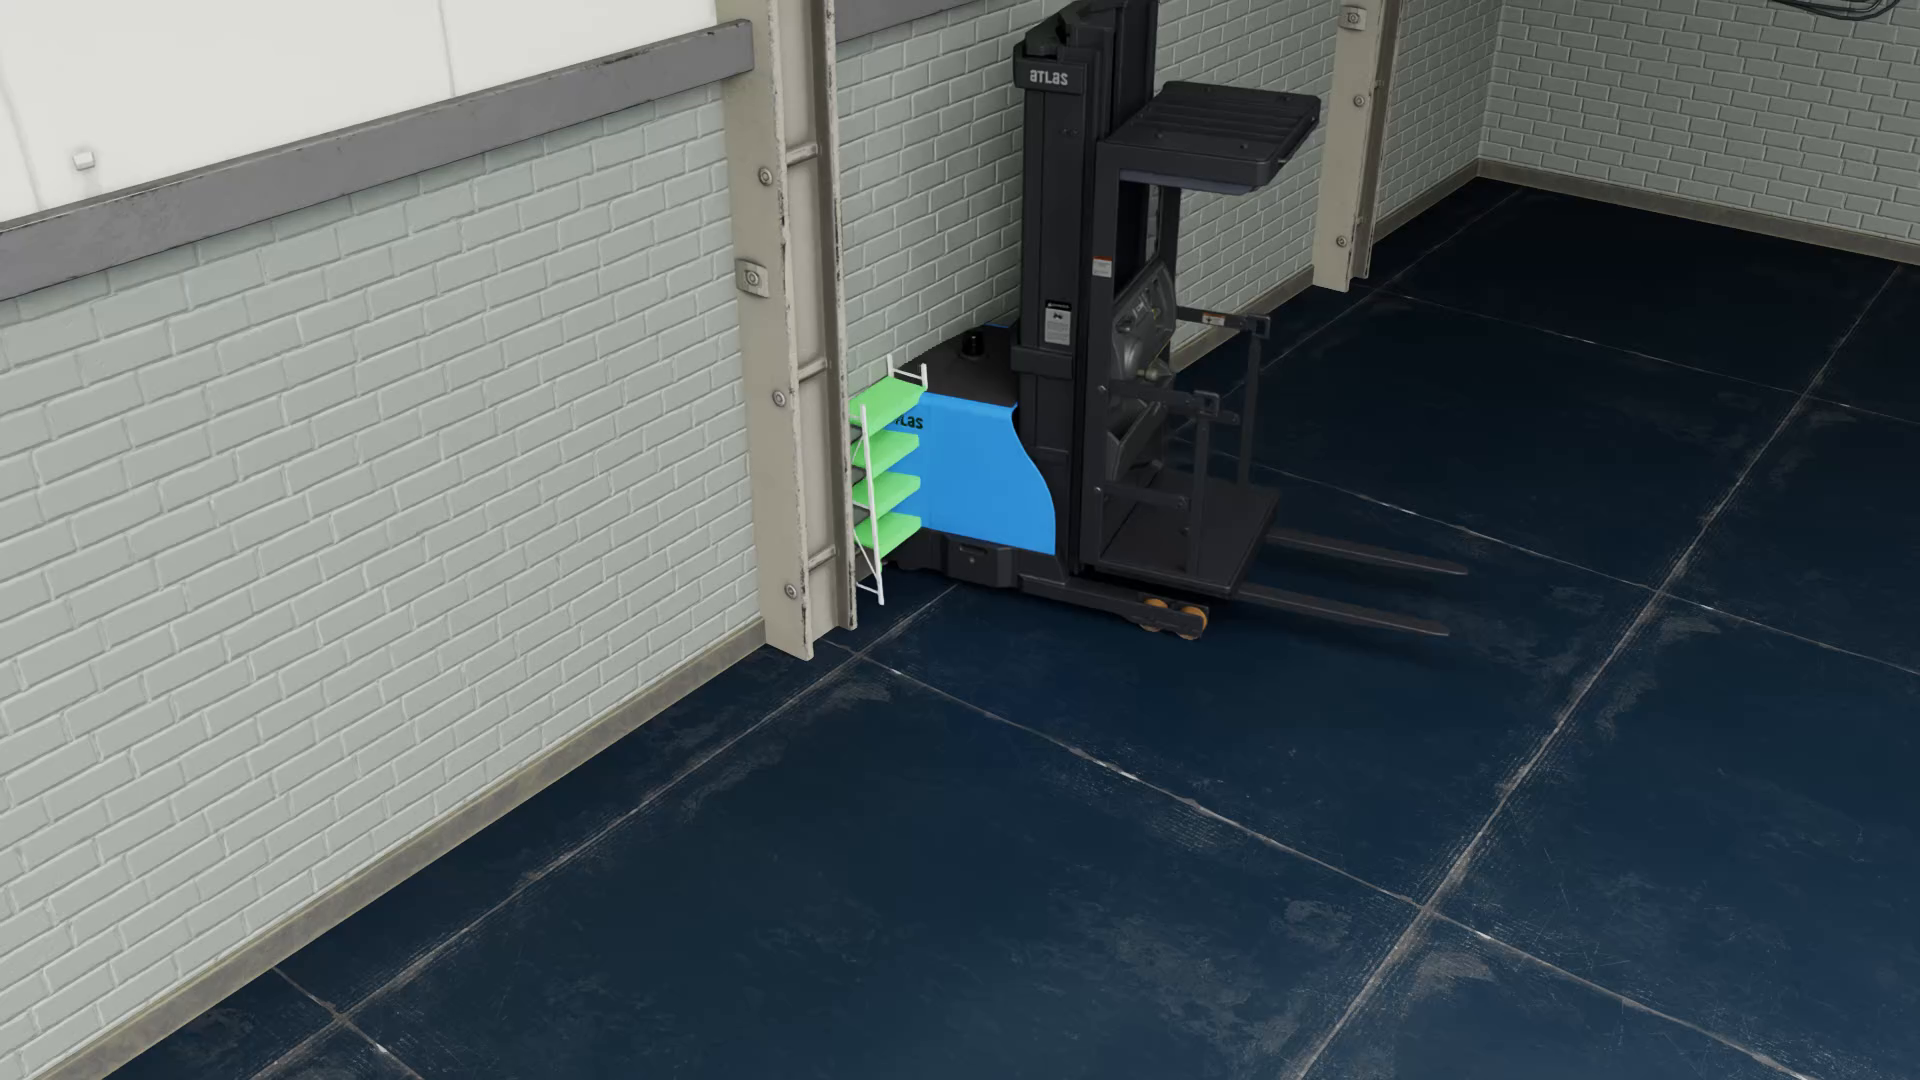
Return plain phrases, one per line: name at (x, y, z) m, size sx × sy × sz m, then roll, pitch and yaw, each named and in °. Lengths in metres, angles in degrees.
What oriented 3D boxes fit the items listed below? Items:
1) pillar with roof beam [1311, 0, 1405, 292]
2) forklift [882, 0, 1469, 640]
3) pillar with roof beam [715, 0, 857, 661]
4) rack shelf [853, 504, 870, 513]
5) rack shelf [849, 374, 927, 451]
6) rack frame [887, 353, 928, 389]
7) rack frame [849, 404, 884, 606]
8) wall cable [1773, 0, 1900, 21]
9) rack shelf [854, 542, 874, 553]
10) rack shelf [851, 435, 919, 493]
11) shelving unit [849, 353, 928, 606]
pillar with roof beam at (6.292, -4.512, 8.037) m, size 9.100 × 9.000 × 0.400 m, roll 21°, pitch 37°, yaw 31°
forklift at (1.097, -1.065, 8.173) m, size 3.031 × 2.935 × 1.130 m, roll 12°, pitch 33°, yaw 20°
pillar with roof beam at (2.670, -2.073, 3.922) m, size 9.100 × 9.000 × 0.400 m, roll 21°, pitch 37°, yaw 31°
rack shelf at (-0.383, -0.269, 8.596) m, size 0.199 × 0.029 × 0.442 m, roll 20°, pitch 40°, yaw 31°
rack shelf at (-0.406, -0.646, 8.349) m, size 0.258 × 0.148 × 0.480 m, roll 20°, pitch 40°, yaw 31°
rack frame at (-0.241, -0.413, 8.737) m, size 0.240 × 1.200 × 0.015 m, roll 20°, pitch 40°, yaw 31°
rack frame at (-0.529, -0.184, 8.416) m, size 0.240 × 1.200 × 0.015 m, roll 20°, pitch 40°, yaw 31°
wall cable at (5.692, -5.292, 12.398) m, size 3.097 × 2.526 × 0.112 m, roll 21°, pitch 37°, yaw 31°
rack shelf at (-0.370, -0.068, 8.728) m, size 0.199 × 0.029 × 0.442 m, roll 20°, pitch 40°, yaw 31°
rack shelf at (-0.394, -0.445, 8.480) m, size 0.258 × 0.148 × 0.480 m, roll 20°, pitch 40°, yaw 31°
shelving unit at (-0.385, -0.298, 8.577) m, size 0.258 × 1.200 × 0.503 m, roll 20°, pitch 40°, yaw 31°
